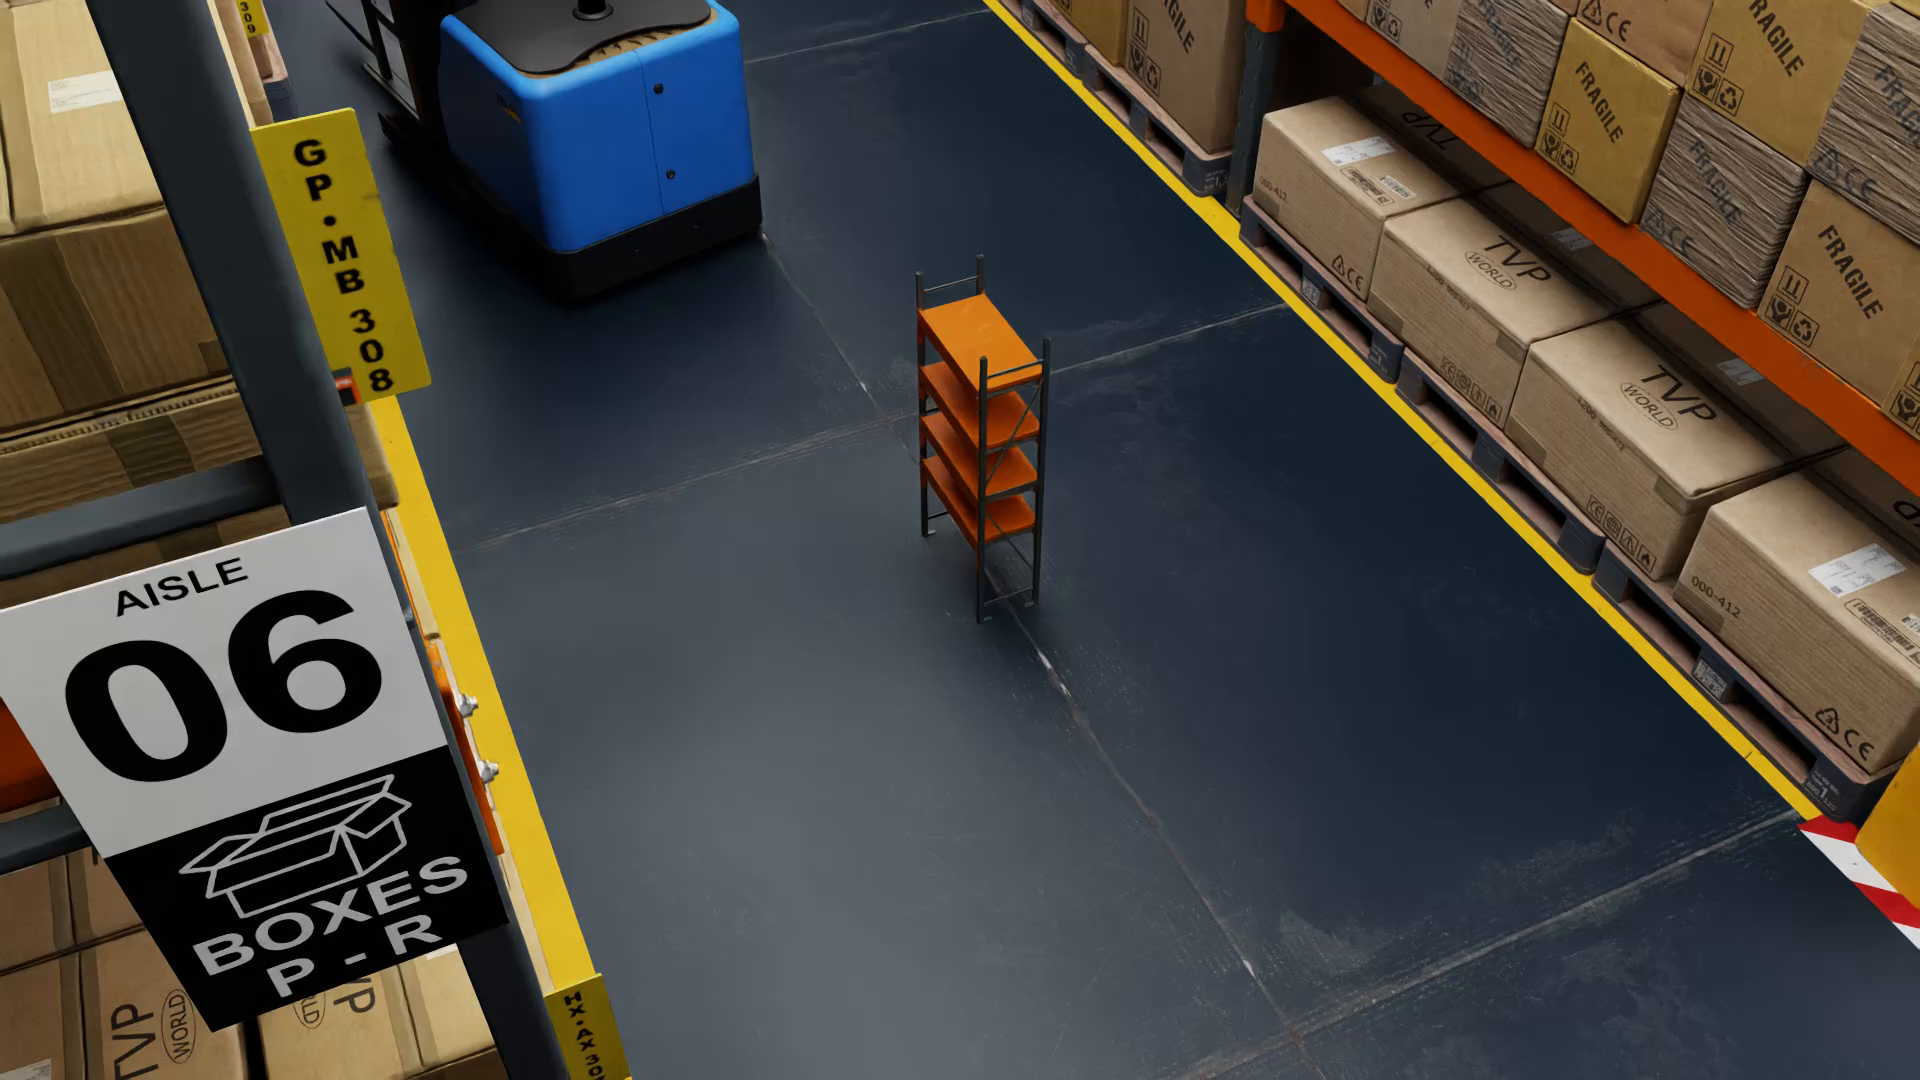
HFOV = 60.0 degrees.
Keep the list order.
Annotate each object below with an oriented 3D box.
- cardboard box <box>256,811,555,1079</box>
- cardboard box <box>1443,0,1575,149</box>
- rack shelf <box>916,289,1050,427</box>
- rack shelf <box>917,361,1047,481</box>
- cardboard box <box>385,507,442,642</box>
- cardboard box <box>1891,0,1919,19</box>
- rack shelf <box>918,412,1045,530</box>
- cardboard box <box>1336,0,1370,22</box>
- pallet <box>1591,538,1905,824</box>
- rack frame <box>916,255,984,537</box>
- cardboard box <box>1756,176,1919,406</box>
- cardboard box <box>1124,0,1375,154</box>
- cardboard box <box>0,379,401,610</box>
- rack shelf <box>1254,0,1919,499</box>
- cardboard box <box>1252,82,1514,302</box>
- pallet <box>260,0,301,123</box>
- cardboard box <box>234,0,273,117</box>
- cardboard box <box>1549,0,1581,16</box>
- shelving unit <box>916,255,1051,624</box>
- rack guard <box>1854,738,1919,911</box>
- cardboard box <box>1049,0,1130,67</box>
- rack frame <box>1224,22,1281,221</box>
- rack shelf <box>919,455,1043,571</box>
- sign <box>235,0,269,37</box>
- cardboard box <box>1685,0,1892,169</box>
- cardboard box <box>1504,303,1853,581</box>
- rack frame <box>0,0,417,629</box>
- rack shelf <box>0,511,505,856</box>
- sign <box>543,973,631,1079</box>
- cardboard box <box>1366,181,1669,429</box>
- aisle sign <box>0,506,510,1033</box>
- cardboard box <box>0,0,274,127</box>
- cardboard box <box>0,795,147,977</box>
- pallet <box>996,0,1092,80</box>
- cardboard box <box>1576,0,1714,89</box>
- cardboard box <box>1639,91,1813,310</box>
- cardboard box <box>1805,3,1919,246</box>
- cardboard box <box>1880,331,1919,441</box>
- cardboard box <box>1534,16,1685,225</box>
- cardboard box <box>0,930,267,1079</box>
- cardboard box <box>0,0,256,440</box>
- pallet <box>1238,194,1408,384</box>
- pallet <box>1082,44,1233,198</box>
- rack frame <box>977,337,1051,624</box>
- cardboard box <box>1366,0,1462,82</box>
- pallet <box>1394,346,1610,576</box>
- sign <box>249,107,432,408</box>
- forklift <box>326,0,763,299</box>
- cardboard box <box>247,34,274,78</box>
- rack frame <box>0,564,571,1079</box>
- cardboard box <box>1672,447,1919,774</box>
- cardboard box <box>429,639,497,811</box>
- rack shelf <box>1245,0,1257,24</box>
[{"bbox_3d":[-1.041,0.851,3.146,0.500,0.250,0.500,-18,47,-17],"label":"cardboard box"},{"bbox_3d":[2.097,-1.763,5.830,0.500,0.500,0.500,-18,47,-17],"label":"cardboard box"},{"bbox_3d":[0.070,-0.601,5.446,0.258,0.148,0.480,-18,47,-17],"label":"rack shelf"},{"bbox_3d":[0.070,-0.433,5.612,0.258,0.148,0.480,-18,47,-17],"label":"rack shelf"},{"bbox_3d":[-1.469,0.208,3.798,0.500,0.250,0.500,-19,48,-18],"label":"cardboard box"},{"bbox_3d":[2.693,-1.455,4.344,0.380,0.149,0.250,-17,47,-17],"label":"cardboard box"},{"bbox_3d":[0.070,-0.274,5.769,0.258,0.148,0.480,-18,47,-17],"label":"rack shelf"},{"bbox_3d":[1.685,-2.404,6.479,0.500,0.500,0.500,-17,47,-16],"label":"cardboard box"},{"bbox_3d":[3.000,0.311,5.785,1.003,0.211,1.213,-18,47,-17],"label":"pallet"},{"bbox_3d":[-0.033,-0.477,5.879,0.240,1.200,0.015,-18,47,-17],"label":"rack frame"},{"bbox_3d":[2.767,-0.785,4.838,0.500,0.500,0.500,-19,48,-18],"label":"cardboard box"},{"bbox_3d":[1.392,-2.509,7.871,0.875,0.875,0.875,-17,47,-16],"label":"cardboard box"},{"bbox_3d":[-1.033,-0.211,2.088,0.500,0.250,0.500,-19,48,-18],"label":"cardboard box"},{"bbox_3d":[2.567,-1.214,5.857,1.077,0.370,4.000,-18,47,-17],"label":"rack shelf"},{"bbox_3d":[1.892,-1.550,7.211,0.875,0.438,0.875,-19,48,-18],"label":"cardboard box"},{"bbox_3d":[-3.013,-1.750,6.024,1.003,0.211,1.213,-18,47,-17],"label":"pallet"},{"bbox_3d":[-1.469,-0.859,2.744,0.500,0.250,0.500,-19,48,-19],"label":"cardboard box"},{"bbox_3d":[2.118,-2.108,5.467,0.500,0.500,0.500,-17,47,-17],"label":"cardboard box"},{"bbox_3d":[0.070,-0.322,5.722,0.258,1.200,0.503,-18,47,-17],"label":"shelving unit"},{"bbox_3d":[3.418,0.709,5.175,1.175,0.500,0.348,-18,47,-17],"label":"rack guard"},{"bbox_3d":[1.006,-3.083,8.452,0.875,0.875,0.875,-17,47,-16],"label":"cardboard box"},{"bbox_3d":[1.726,-2.745,6.896,1.000,3.000,0.127,-18,47,-17],"label":"rack frame"},{"bbox_3d":[0.070,-0.132,5.908,0.258,0.148,0.480,-18,47,-17],"label":"rack shelf"},{"bbox_3d":[-2.287,-1.750,5.271,0.100,0.325,0.005,-18,47,-17],"label":"sign"},{"bbox_3d":[2.537,-1.465,4.816,0.500,0.500,0.500,-18,47,-18],"label":"cardboard box"},{"bbox_3d":[2.647,-0.405,6.050,0.875,0.438,0.875,-17,47,-16],"label":"cardboard box"},{"bbox_3d":[-1.094,-0.863,0.717,1.000,3.000,0.127,-18,47,-17],"label":"rack frame"},{"bbox_3d":[-1.935,-0.814,3.315,1.077,0.370,4.000,-18,47,-17],"label":"rack shelf"},{"bbox_3d":[-0.602,0.804,2.683,0.100,0.325,0.005,-18,47,-17],"label":"sign"},{"bbox_3d":[2.269,-0.980,6.633,0.875,0.438,0.875,-19,48,-19],"label":"cardboard box"},{"bbox_3d":[-0.799,0.304,1.955,0.394,0.787,0.004,-18,47,-17],"label":"aisle sign"},{"bbox_3d":[-1.250,-0.712,2.239,0.500,0.250,0.500,-18,47,-18],"label":"cardboard box"},{"bbox_3d":[-1.744,0.676,3.324,0.500,0.250,0.500,-18,47,-17],"label":"cardboard box"},{"bbox_3d":[0.816,-3.000,9.140,1.003,0.211,1.213,-18,47,-17],"label":"pallet"},{"bbox_3d":[2.328,-1.786,5.141,0.500,0.500,0.500,-18,47,-18],"label":"cardboard box"},{"bbox_3d":[2.542,-1.110,5.168,0.500,0.500,0.500,-17,47,-16],"label":"cardboard box"},{"bbox_3d":[2.742,-1.148,4.495,0.500,0.500,0.500,-18,47,-17],"label":"cardboard box"},{"bbox_3d":[2.965,-0.460,4.510,0.500,0.500,0.500,-18,47,-17],"label":"cardboard box"},{"bbox_3d":[2.313,-1.435,5.497,0.500,0.500,0.500,-17,47,-16],"label":"cardboard box"},{"bbox_3d":[-1.529,1.005,2.990,0.500,0.250,0.500,-17,47,-16],"label":"cardboard box"},{"bbox_3d":[-1.053,-0.382,1.905,0.500,0.250,0.500,-19,48,-18],"label":"cardboard box"},{"bbox_3d":[1.974,-1.244,7.361,1.003,0.211,1.213,-18,47,-17],"label":"pallet"},{"bbox_3d":[1.333,-2.221,8.351,1.003,0.211,1.213,-18,47,-17],"label":"pallet"},{"bbox_3d":[0.172,-0.166,5.564,0.240,1.200,0.015,-18,47,-17],"label":"rack frame"},{"bbox_3d":[1.893,-2.082,6.153,0.500,0.500,0.500,-18,47,-17],"label":"cardboard box"},{"bbox_3d":[2.491,-0.466,6.572,1.003,0.211,1.213,-18,47,-17],"label":"pallet"},{"bbox_3d":[-0.602,-0.267,1.627,0.100,0.325,0.005,-18,47,-17],"label":"sign"},{"bbox_3d":[-2.198,-3.073,7.277,1.130,2.935,3.031,-28,51,-26],"label":"forklift"},{"bbox_3d":[-2.777,-1.836,5.605,0.700,0.500,0.500,-17,47,-16],"label":"cardboard box"},{"bbox_3d":[-1.094,1.273,2.825,1.000,3.000,0.127,-18,47,-17],"label":"rack frame"},{"bbox_3d":[3.039,0.176,5.461,0.875,0.438,0.875,-20,48,-19],"label":"cardboard box"},{"bbox_3d":[-1.253,0.530,3.472,0.500,0.250,0.500,-18,47,-17],"label":"cardboard box"},{"bbox_3d":[0.885,-3.763,8.440,1.077,0.370,4.000,-18,47,-17],"label":"rack shelf"}]
